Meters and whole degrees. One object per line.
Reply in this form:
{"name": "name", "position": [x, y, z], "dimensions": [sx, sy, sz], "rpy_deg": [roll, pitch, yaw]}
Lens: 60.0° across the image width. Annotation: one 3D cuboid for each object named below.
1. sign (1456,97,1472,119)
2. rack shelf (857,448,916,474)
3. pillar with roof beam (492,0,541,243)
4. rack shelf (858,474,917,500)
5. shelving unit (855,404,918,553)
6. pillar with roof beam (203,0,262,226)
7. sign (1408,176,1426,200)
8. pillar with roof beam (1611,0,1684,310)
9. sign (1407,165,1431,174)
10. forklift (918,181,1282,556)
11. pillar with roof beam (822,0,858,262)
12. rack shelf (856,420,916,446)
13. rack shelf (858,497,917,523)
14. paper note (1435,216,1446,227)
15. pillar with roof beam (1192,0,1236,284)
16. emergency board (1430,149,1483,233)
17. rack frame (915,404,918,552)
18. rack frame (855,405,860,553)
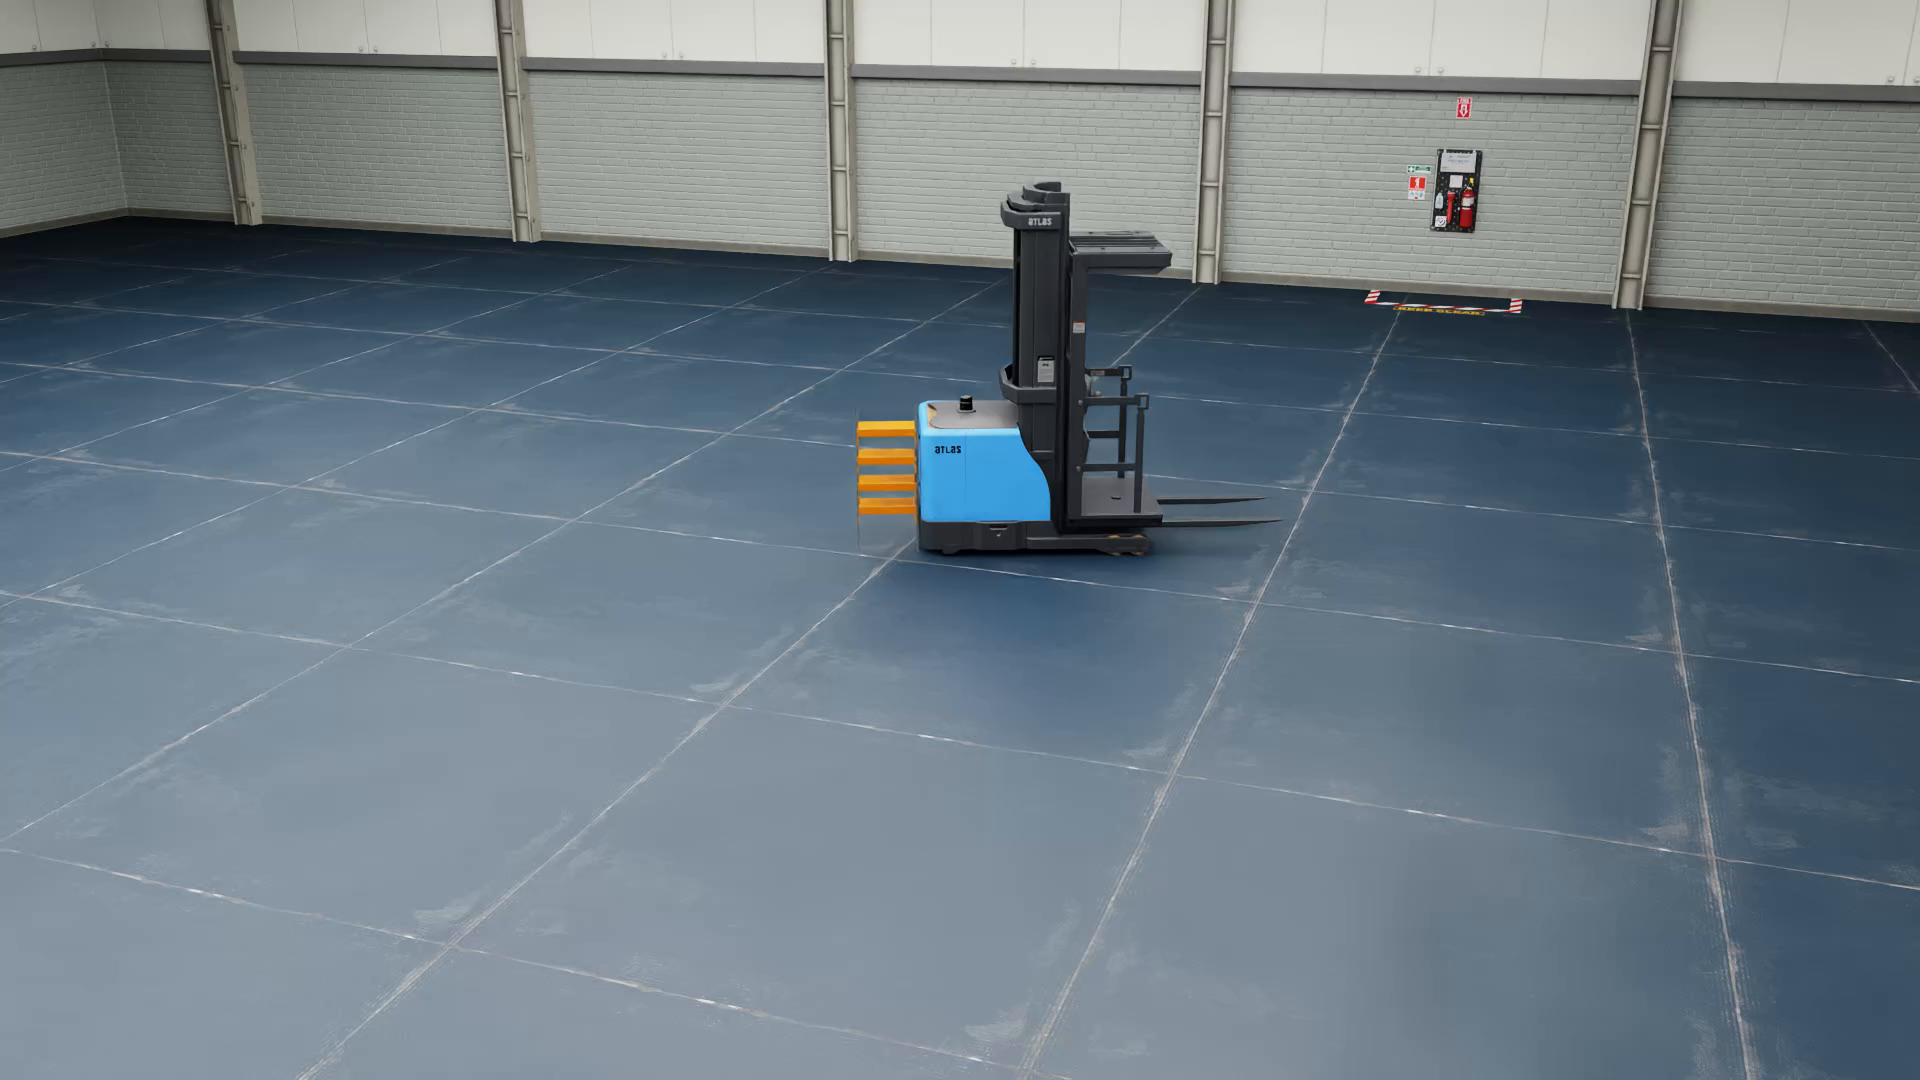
{"name": "sign", "position": [7.137, -6.117, 23.547], "dimensions": [0.199, 0.298, 0.001], "rpy_deg": [7, 20, 18]}
{"name": "rack shelf", "position": [-0.601, -0.651, 13.646], "dimensions": [0.480, 0.148, 0.258], "rpy_deg": [-1, 19, -2]}
{"name": "pillar with roof beam", "position": [-8.982, -8.151, 23.788], "dimensions": [0.400, 9.000, 9.100], "rpy_deg": [7, 20, 18]}
{"name": "rack shelf", "position": [-0.601, -0.440, 13.720], "dimensions": [0.480, 0.148, 0.258], "rpy_deg": [-1, 19, -2]}
{"name": "shelving unit", "position": [-0.601, -0.503, 13.698], "dimensions": [0.503, 1.200, 0.258], "rpy_deg": [-1, 19, -2]}
{"name": "pillar with roof beam", "position": [-14.650, -8.799, 25.647], "dimensions": [0.400, 9.000, 9.100], "rpy_deg": [7, 20, 18]}
{"name": "sign", "position": [6.624, -5.100, 24.095], "dimensions": [0.234, 0.329, 0.001], "rpy_deg": [7, 20, 18]}
{"name": "pillar with roof beam", "position": [8.021, -6.206, 18.210], "dimensions": [0.400, 9.000, 9.100], "rpy_deg": [7, 20, 18]}
{"name": "sign", "position": [6.625, -5.347, 23.998], "dimensions": [0.331, 0.109, 0.001], "rpy_deg": [7, 20, 18]}
{"name": "forklift", "position": [1.166, -1.428, 13.721], "dimensions": [3.031, 2.935, 1.130], "rpy_deg": [-1, 19, -2]}
{"name": "pillar with roof beam", "position": [-3.314, -7.503, 21.929], "dimensions": [0.400, 9.000, 9.100], "rpy_deg": [7, 20, 18]}
{"name": "rack shelf", "position": [-0.601, -0.874, 13.568], "dimensions": [0.480, 0.148, 0.258], "rpy_deg": [-1, 19, -2]}
{"name": "rack shelf", "position": [-0.601, -0.252, 13.785], "dimensions": [0.480, 0.148, 0.258], "rpy_deg": [-1, 19, -2]}
{"name": "paper note", "position": [6.968, -4.616, 24.099], "dimensions": [0.142, 0.148, 0.016], "rpy_deg": [7, 20, 18]}
{"name": "pillar with roof beam", "position": [2.353, -6.855, 20.069], "dimensions": [0.400, 9.000, 9.100], "rpy_deg": [7, 20, 18]}
{"name": "emergency board", "position": [7.112, -4.991, 23.837], "dimensions": [0.643, 1.169, 0.194], "rpy_deg": [7, 20, 18]}
{"name": "rack frame", "position": [-0.358, -0.507, 13.707], "dimensions": [0.015, 1.200, 0.240], "rpy_deg": [-1, 19, -2]}
{"name": "rack frame", "position": [-0.845, -0.500, 13.688], "dimensions": [0.015, 1.200, 0.240], "rpy_deg": [-1, 19, -2]}
